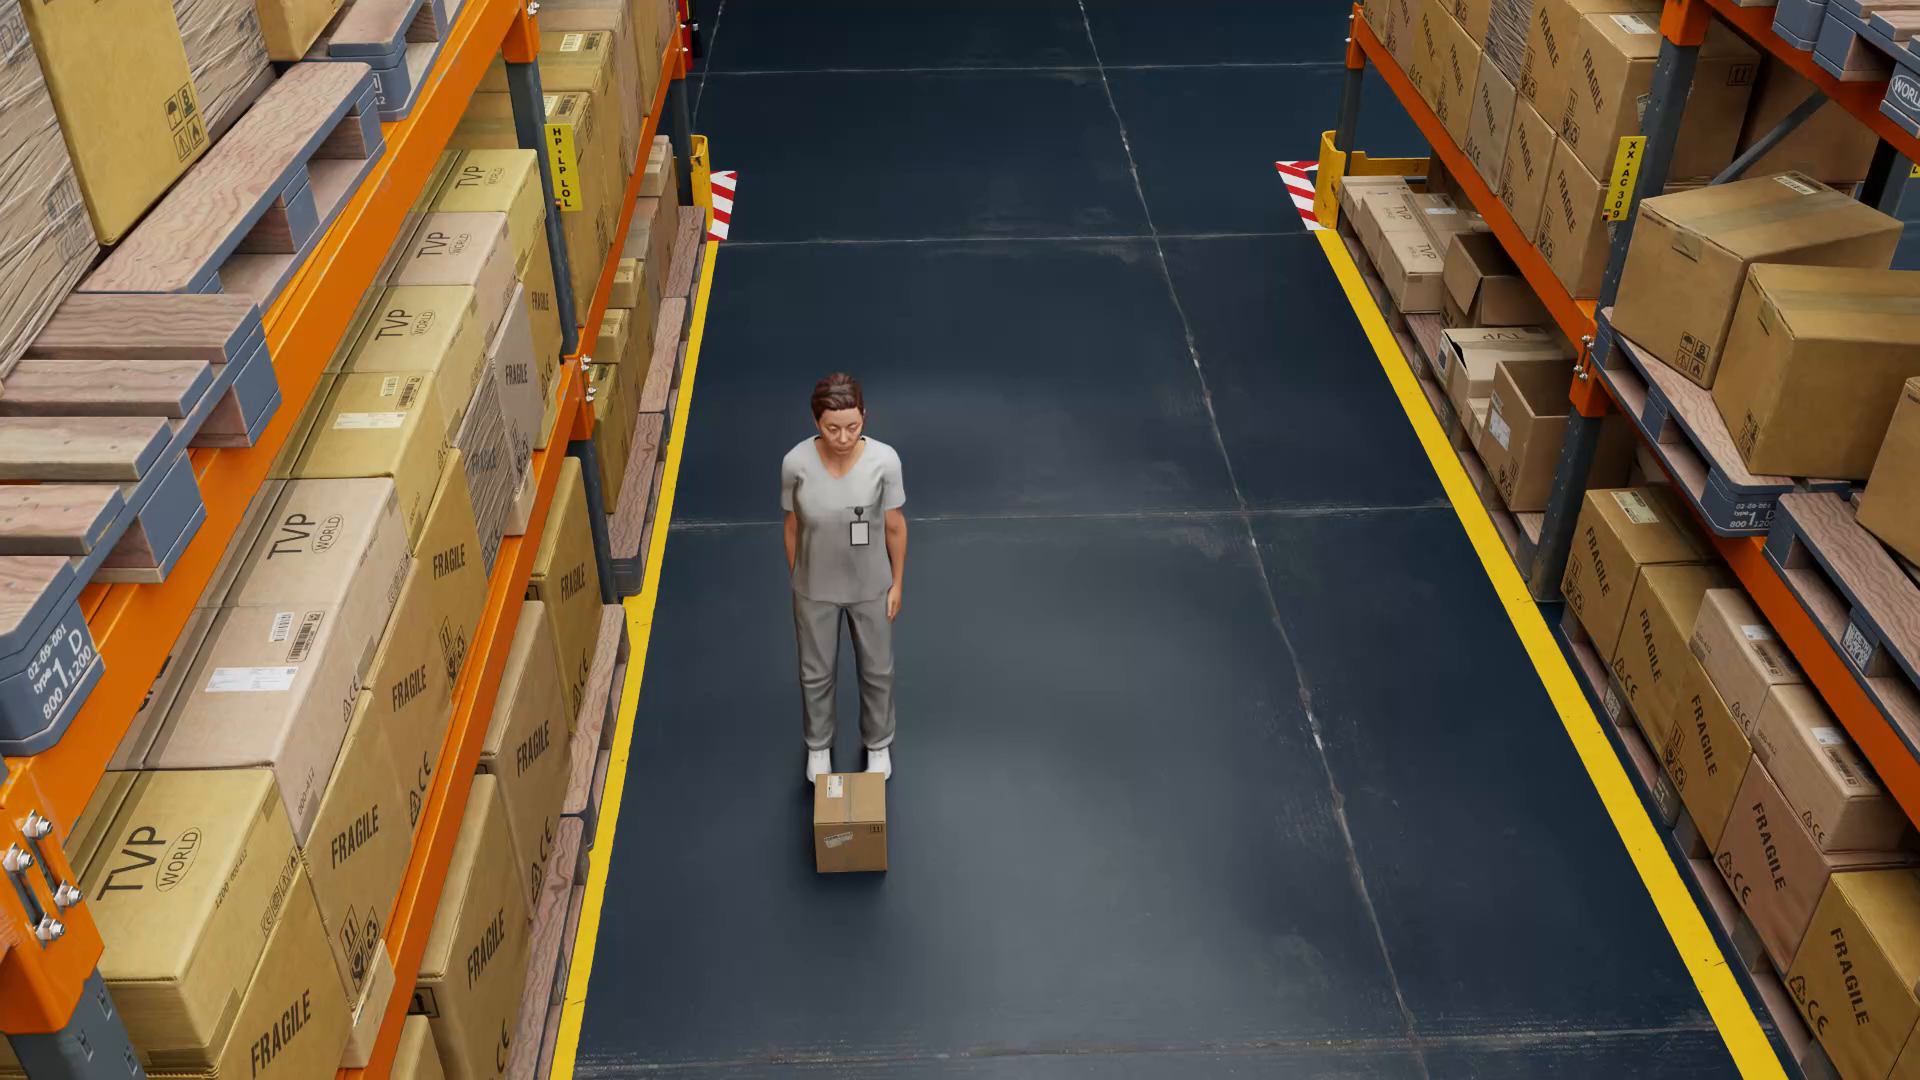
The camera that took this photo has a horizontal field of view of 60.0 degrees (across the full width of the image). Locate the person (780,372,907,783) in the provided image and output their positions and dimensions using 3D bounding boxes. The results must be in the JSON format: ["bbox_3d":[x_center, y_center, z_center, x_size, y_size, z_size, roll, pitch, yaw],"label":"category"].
[{"bbox_3d":[-0.405,0.150,5.940,0.437,1.672,0.361,-1,35,-1],"label":"person"}]
